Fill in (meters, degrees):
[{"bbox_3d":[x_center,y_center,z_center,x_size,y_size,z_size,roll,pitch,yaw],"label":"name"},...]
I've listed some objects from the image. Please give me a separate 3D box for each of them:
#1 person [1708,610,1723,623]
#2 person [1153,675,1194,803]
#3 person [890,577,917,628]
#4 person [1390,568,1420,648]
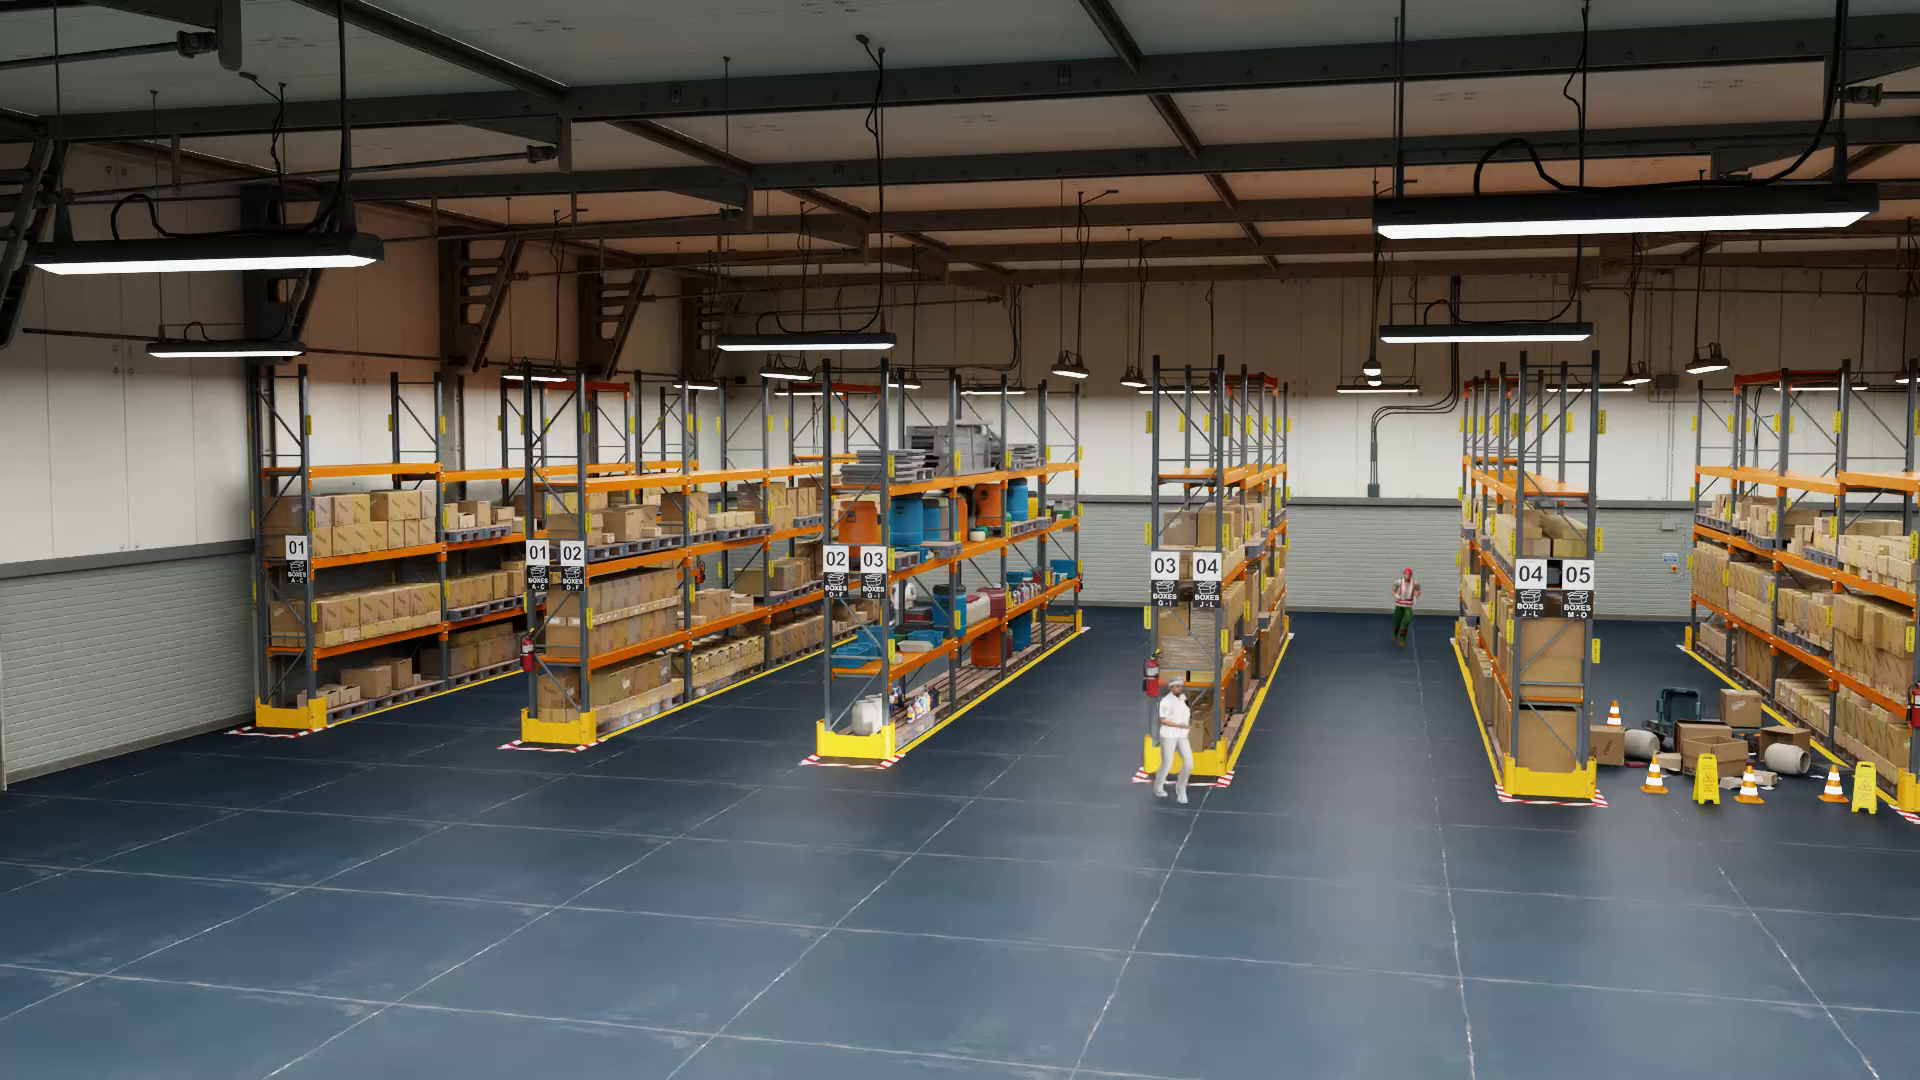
[{"bbox_3d":[17.380,1.528,38.048,0.727,1.701,0.628,-4,5,-44],"label":"person"},{"bbox_3d":[2.876,2.658,22.121,0.595,1.761,0.728,-2,5,-31],"label":"person"},{"bbox_3d":[-1.275,1.557,37.203,0.628,1.783,0.705,0,4,0],"label":"person"},{"bbox_3d":[10.121,1.513,37.796,0.682,1.784,0.883,0,4,7],"label":"person"}]
